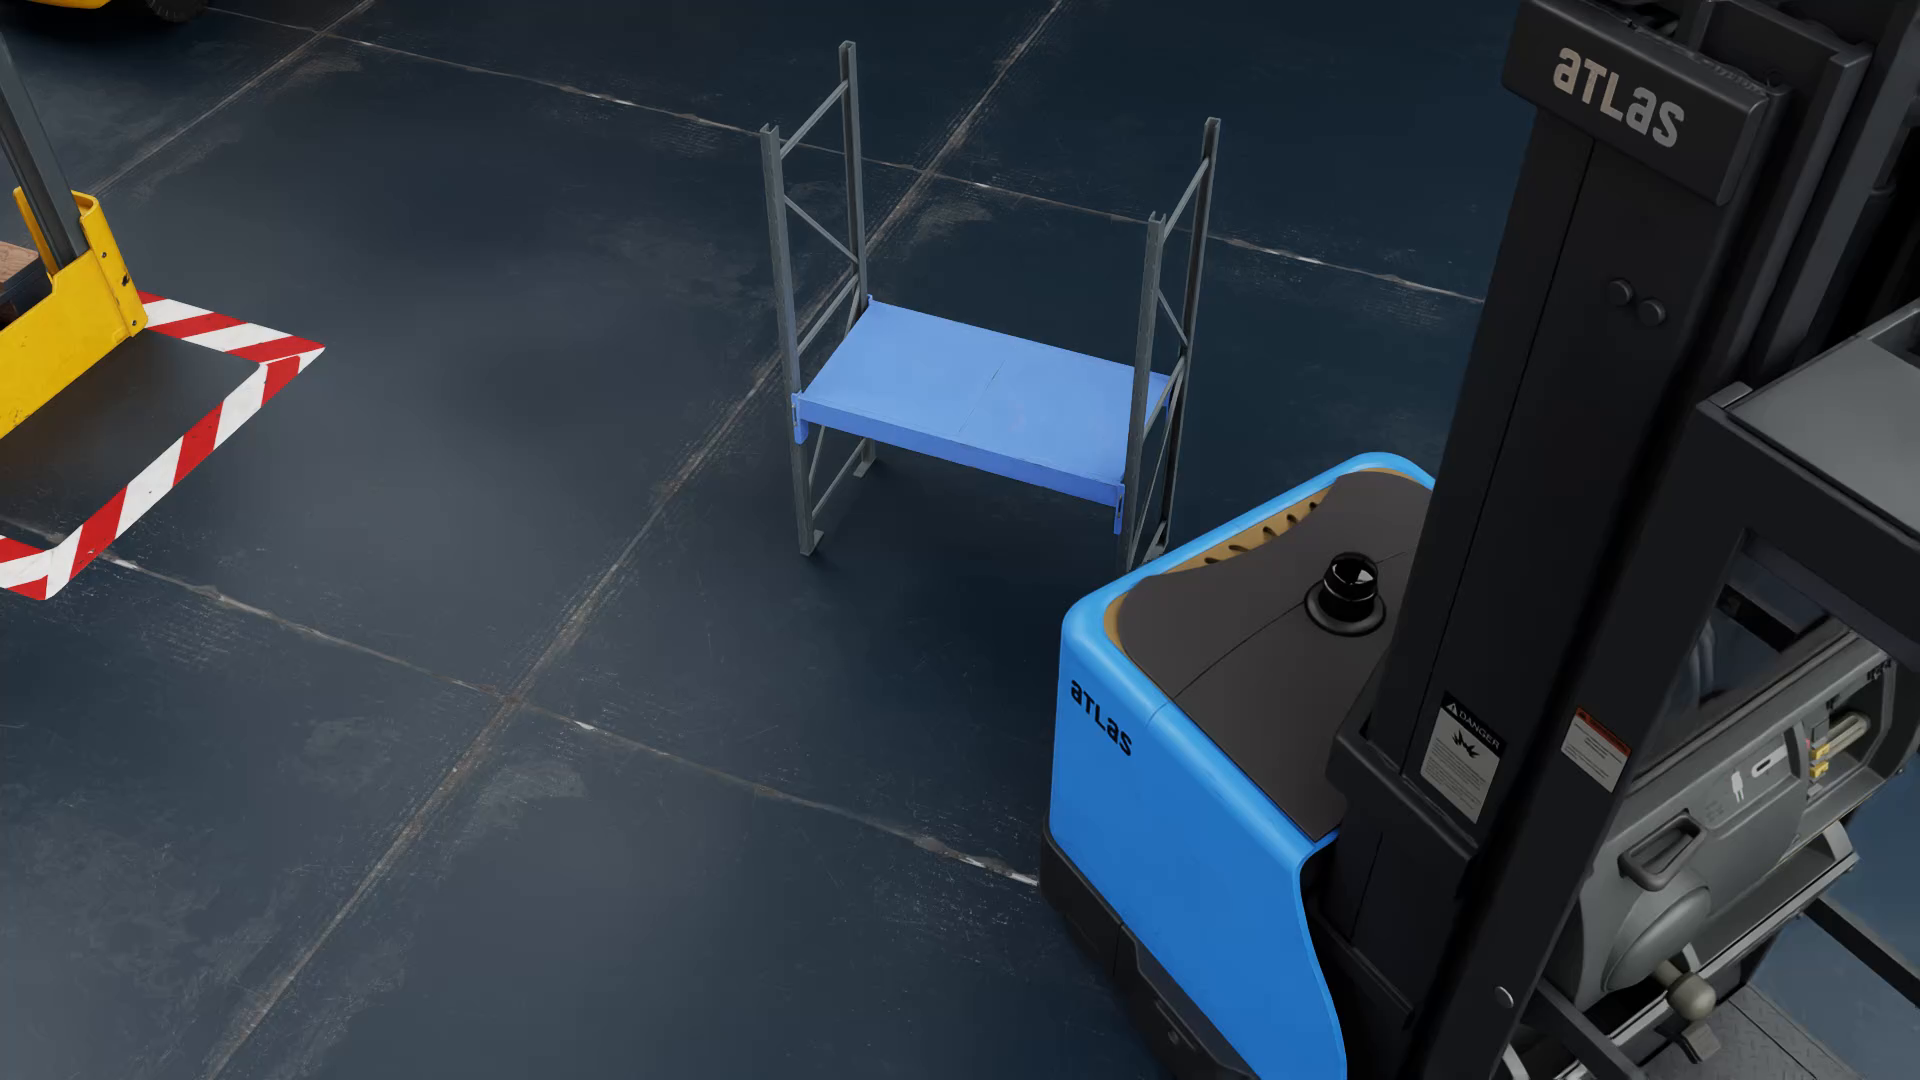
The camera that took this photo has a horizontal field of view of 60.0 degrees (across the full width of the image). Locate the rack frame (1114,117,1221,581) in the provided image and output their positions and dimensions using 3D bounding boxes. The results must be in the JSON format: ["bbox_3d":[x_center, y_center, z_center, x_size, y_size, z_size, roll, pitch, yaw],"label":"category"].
[{"bbox_3d":[0.548,-0.370,4.559,0.032,1.500,0.500,16,47,16],"label":"rack frame"}]

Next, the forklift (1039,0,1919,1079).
[{"bbox_3d":[1.449,0.537,2.632,1.130,2.935,3.031,-26,50,-24],"label":"forklift"}]

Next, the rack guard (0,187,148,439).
[{"bbox_3d":[-3.316,-0.656,5.555,0.348,0.500,1.175,16,47,16],"label":"rack guard"}]

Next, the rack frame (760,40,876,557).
[{"bbox_3d":[-0.390,-0.647,4.836,0.032,1.500,0.500,16,47,16],"label":"rack frame"}]

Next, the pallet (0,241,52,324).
[{"bbox_3d":[-4.052,-0.797,5.901,1.213,0.211,1.003,16,47,16],"label":"pallet"}]

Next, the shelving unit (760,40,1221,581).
[{"bbox_3d":[0.079,-0.508,4.698,1.048,1.500,0.538,16,47,16],"label":"shelving unit"}]

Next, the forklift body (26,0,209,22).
[{"bbox_3d":[-3.790,-3.780,7.524,1.214,2.155,2.313,16,47,16],"label":"forklift body"}]

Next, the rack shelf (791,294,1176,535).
[{"bbox_3d":[0.079,-0.381,4.825,1.000,0.185,0.538,16,47,16],"label":"rack shelf"}]

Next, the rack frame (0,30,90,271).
[{"bbox_3d":[-3.246,-1.521,4.652,0.127,3.000,1.000,16,47,16],"label":"rack frame"}]
